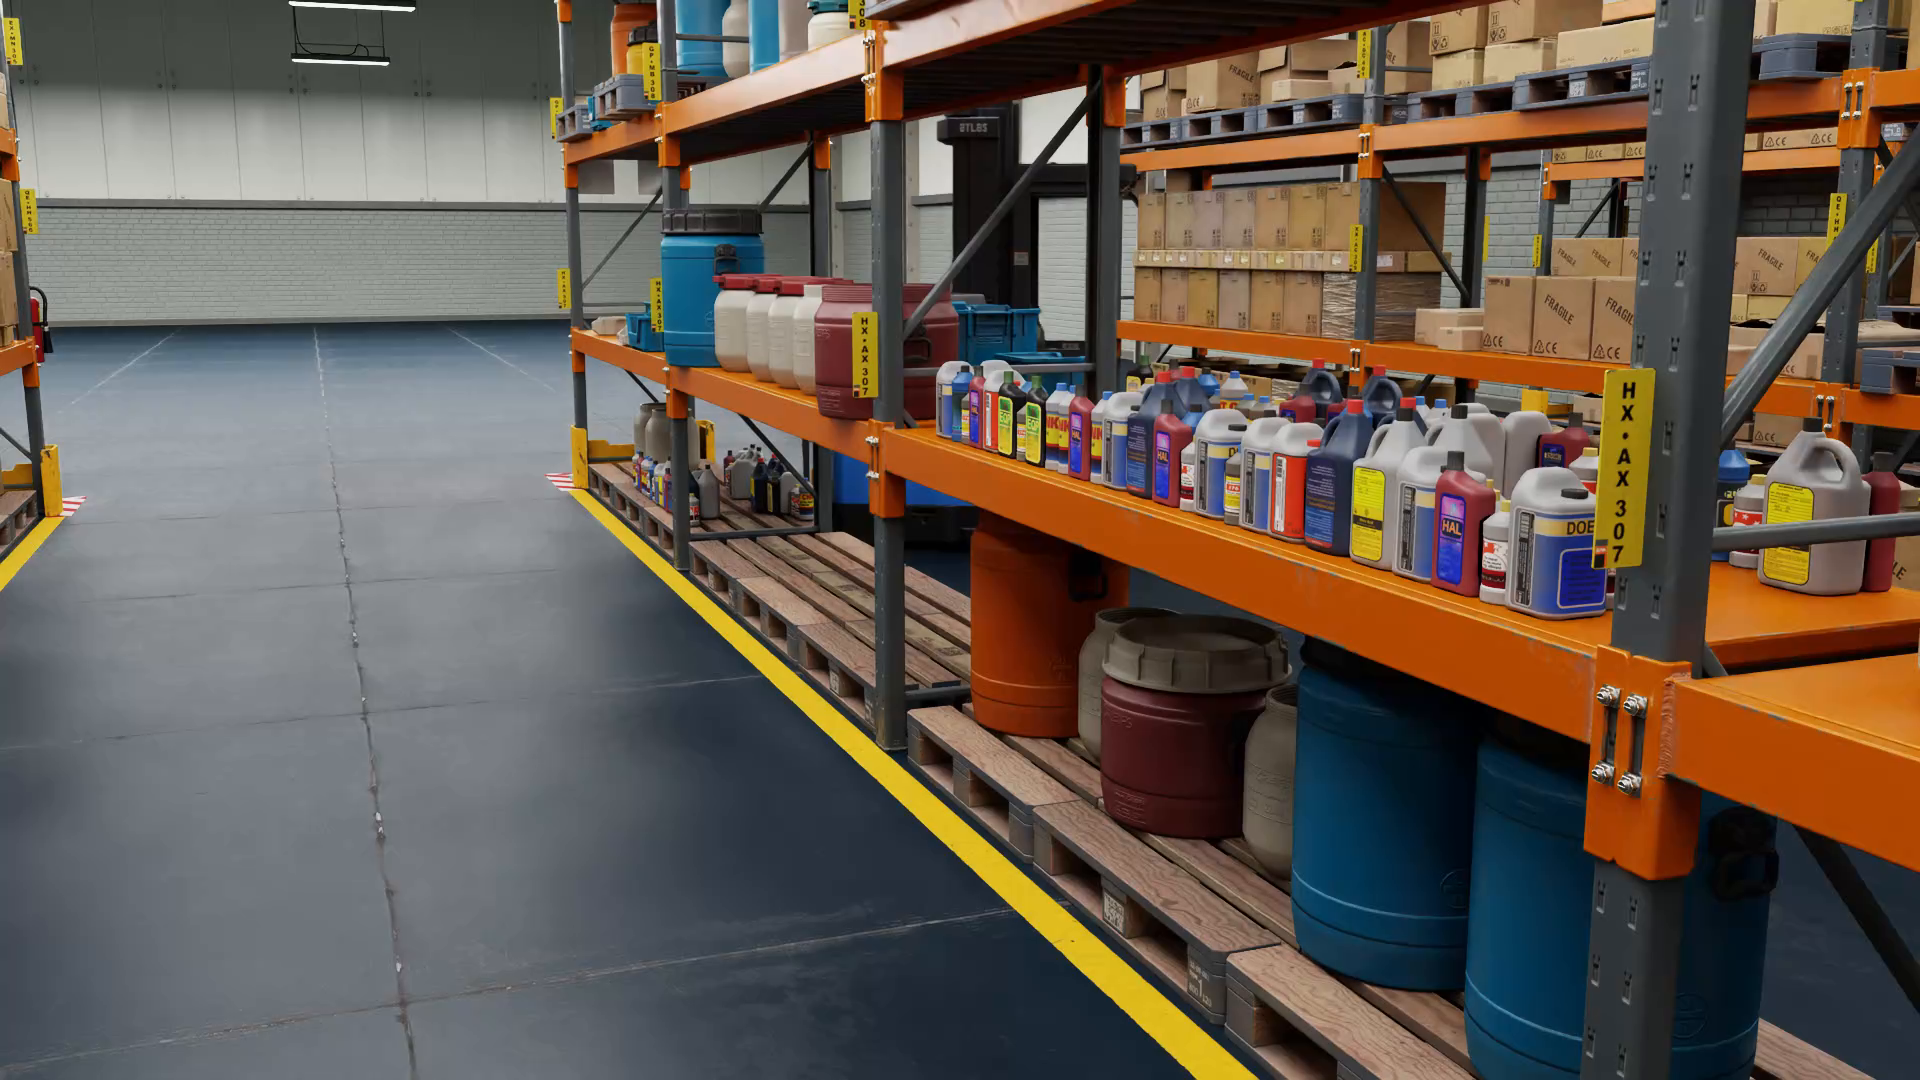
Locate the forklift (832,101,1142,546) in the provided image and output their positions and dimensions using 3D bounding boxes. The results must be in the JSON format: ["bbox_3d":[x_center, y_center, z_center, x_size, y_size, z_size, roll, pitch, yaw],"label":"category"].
[{"bbox_3d":[0.696,-1.440,11.147,3.031,2.935,1.130,1,10,5],"label":"forklift"}]

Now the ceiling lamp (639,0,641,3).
[{"bbox_3d":[-6.553,-12.320,38.321,2.000,3.185,0.800,-4,11,-21],"label":"ceiling lamp"}]

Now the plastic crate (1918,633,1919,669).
[{"bbox_3d":[1.631,0.172,2.471,0.396,0.136,0.243,-4,11,-21],"label":"plastic crate"}]

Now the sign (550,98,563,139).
[{"bbox_3d":[-3.267,-3.419,13.487,0.100,0.325,0.005,-4,11,-21],"label":"sign"}]

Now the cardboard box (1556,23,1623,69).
[{"bbox_3d":[3.951,-2.927,9.974,0.500,0.250,0.500,-5,11,-26],"label":"cardboard box"}]

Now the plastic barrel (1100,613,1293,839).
[{"bbox_3d":[0.749,0.577,5.297,0.600,0.588,0.708,-4,11,-21],"label":"plastic barrel"}]

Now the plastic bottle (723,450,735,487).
[{"bbox_3d":[-1.712,-0.530,12.334,0.061,0.283,0.133,-4,11,-21],"label":"plastic bottle"}]

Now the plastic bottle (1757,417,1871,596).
[{"bbox_3d":[1.756,-0.074,3.412,0.144,0.351,0.185,-4,11,-21],"label":"plastic bottle"}]

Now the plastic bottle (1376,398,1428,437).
[{"bbox_3d":[1.025,-0.158,3.884,0.144,0.351,0.185,-4,11,-21],"label":"plastic bottle"}]

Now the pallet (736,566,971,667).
[{"bbox_3d":[-0.537,0.379,8.689,1.003,0.211,1.213,-4,11,-21],"label":"pallet"}]

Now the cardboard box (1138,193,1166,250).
[{"bbox_3d":[2.042,-2.888,15.103,0.700,0.500,0.500,-4,11,-21],"label":"cardboard box"}]

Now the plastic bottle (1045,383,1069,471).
[{"bbox_3d":[0.318,-0.356,5.226,0.097,0.271,0.097,0,10,0],"label":"plastic bottle"}]

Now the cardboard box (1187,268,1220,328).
[{"bbox_3d":[2.392,-2.091,14.327,0.700,0.500,0.500,-4,11,-21],"label":"cardboard box"}]

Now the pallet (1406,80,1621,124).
[{"bbox_3d":[3.647,-2.873,10.986,0.805,0.209,1.217,-4,11,-23],"label":"pallet"}]

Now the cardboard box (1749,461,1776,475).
[{"bbox_3d":[4.650,-0.299,9.585,0.500,0.311,0.500,-4,11,-22],"label":"cardboard box"}]

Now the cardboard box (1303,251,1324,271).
[{"bbox_3d":[2.832,-2.116,12.611,0.380,0.149,0.250,-4,11,-23],"label":"cardboard box"}]

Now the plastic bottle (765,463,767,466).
[{"bbox_3d":[-1.366,-0.403,11.657,0.097,0.271,0.097,0,10,0],"label":"plastic bottle"}]

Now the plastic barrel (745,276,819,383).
[{"bbox_3d":[-0.895,-1.097,8.631,0.433,0.535,0.433,0,10,0],"label":"plastic barrel"}]

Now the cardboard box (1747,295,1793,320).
[{"bbox_3d":[7.304,-2.024,14.605,0.500,0.250,0.500,-4,11,-21],"label":"cardboard box"}]

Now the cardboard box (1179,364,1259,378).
[{"bbox_3d":[2.228,-1.244,14.362,0.500,0.500,0.500,-4,11,-21],"label":"cardboard box"}]

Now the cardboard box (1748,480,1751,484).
[{"bbox_3d":[4.345,-0.179,8.914,0.500,0.311,0.500,-4,11,-19],"label":"cardboard box"}]

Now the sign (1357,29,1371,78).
[{"bbox_3d":[2.798,-3.368,11.522,0.100,0.325,0.005,-4,11,-21],"label":"sign"}]

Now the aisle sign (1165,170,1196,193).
[{"bbox_3d":[2.115,-3.595,15.644,0.394,0.787,0.004,-4,11,-21],"label":"aisle sign"}]

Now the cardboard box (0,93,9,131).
[{"bbox_3d":[-6.958,-2.998,11.575,0.500,0.250,0.500,-4,11,-20],"label":"cardboard box"}]

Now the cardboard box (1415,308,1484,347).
[{"bbox_3d":[3.534,-1.482,11.613,0.500,0.250,0.500,-3,11,-17],"label":"cardboard box"}]

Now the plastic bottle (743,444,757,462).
[{"bbox_3d":[-1.499,-0.521,12.089,0.144,0.351,0.185,-3,11,-19],"label":"plastic bottle"}]

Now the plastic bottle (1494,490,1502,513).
[{"bbox_3d":[1.093,-0.002,3.436,0.097,0.201,0.097,0,10,0],"label":"plastic bottle"}]

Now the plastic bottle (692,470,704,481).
[{"bbox_3d":[-1.746,-0.327,11.213,0.152,0.276,0.135,-4,11,-21],"label":"plastic bottle"}]

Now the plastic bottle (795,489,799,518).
[{"bbox_3d":[-1.047,-0.255,11.021,0.097,0.201,0.097,0,10,0],"label":"plastic bottle"}]

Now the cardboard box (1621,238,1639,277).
[{"bbox_3d":[6.725,-2.643,15.945,0.500,0.500,0.500,-4,11,-23],"label":"cardboard box"}]

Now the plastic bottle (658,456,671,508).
[{"bbox_3d":[-1.992,-0.403,11.427,0.144,0.351,0.185,-4,11,-21],"label":"plastic bottle"}]

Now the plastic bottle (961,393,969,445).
[{"bbox_3d":[0.054,-0.441,5.902,0.097,0.201,0.097,0,10,0],"label":"plastic bottle"}]

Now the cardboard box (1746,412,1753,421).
[{"bbox_3d":[7.074,-1.252,15.777,0.700,0.500,0.500,-5,11,-24],"label":"cardboard box"}]

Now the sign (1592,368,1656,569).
[{"bbox_3d":[1.082,-0.115,2.713,0.100,0.325,0.005,-4,11,-21],"label":"sign"}]

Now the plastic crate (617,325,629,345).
[{"bbox_3d":[-2.128,-1.439,11.695,0.530,0.136,0.437,-4,11,-21],"label":"plastic crate"}]

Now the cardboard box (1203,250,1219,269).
[{"bbox_3d":[2.275,-2.367,14.023,0.380,0.149,0.250,-4,11,-22],"label":"cardboard box"}]

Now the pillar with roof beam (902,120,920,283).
[{"bbox_3d":[-5.169,-9.140,37.106,9.100,9.000,0.548,-4,11,-21],"label":"pillar with roof beam"}]

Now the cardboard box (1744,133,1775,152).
[{"bbox_3d":[7.110,-3.722,14.873,0.500,0.500,0.500,-4,11,-23],"label":"cardboard box"}]

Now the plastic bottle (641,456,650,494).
[{"bbox_3d":[-2.262,-0.474,12.054,0.097,0.271,0.097,0,10,0],"label":"plastic bottle"}]

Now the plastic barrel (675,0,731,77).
[{"bbox_3d":[-1.564,-3.419,10.881,0.600,0.901,0.708,-4,11,-21],"label":"plastic barrel"}]

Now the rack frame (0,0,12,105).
[{"bbox_3d":[-7.369,-4.612,11.651,1.000,3.000,0.127,-4,11,-21],"label":"rack frame"}]

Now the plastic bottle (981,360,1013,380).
[{"bbox_3d":[0.144,-0.524,6.155,0.152,0.276,0.135,-4,11,-21],"label":"plastic bottle"}]

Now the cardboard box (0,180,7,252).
[{"bbox_3d":[-6.753,-2.191,11.180,0.500,0.500,0.500,-4,11,-21],"label":"cardboard box"}]

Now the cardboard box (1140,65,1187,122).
[{"bbox_3d":[2.070,-3.995,14.857,0.797,0.503,0.637,-3,11,-17],"label":"cardboard box"}]

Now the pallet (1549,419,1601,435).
[{"bbox_3d":[6.770,-1.081,16.894,1.003,0.211,1.213,-4,11,-21],"label":"pallet"}]

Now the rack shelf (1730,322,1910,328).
[{"bbox_3d":[7.206,-1.920,15.706,1.077,0.370,4.000,-4,11,-21],"label":"rack shelf"}]

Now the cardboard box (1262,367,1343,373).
[{"bbox_3d":[2.893,-1.196,14.088,0.500,0.500,0.500,-4,11,-21],"label":"cardboard box"}]

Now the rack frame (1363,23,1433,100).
[{"bbox_3d":[3.315,-4.587,11.511,1.000,3.000,0.127,-4,11,-21],"label":"rack frame"}]

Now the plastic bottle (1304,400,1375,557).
[{"bbox_3d":[0.891,-0.149,3.832,0.144,0.351,0.185,-4,11,-21],"label":"plastic bottle"}]

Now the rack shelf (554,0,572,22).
[{"bbox_3d":[-2.028,-4.048,11.681,1.077,0.370,4.000,-4,11,-21],"label":"rack shelf"}]

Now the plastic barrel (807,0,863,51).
[{"bbox_3d":[-0.532,-2.268,7.435,0.301,0.262,0.301,0,10,0],"label":"plastic barrel"}]

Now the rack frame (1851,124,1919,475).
[{"bbox_3d":[7.930,-1.948,13.807,1.000,3.000,0.127,-4,11,-21],"label":"rack frame"}]

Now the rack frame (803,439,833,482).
[{"bbox_3d":[-0.895,-0.883,12.103,0.500,1.500,0.032,0,10,1],"label":"rack frame"}]

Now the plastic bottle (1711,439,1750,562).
[{"bbox_3d":[1.718,-0.093,3.743,0.097,0.271,0.097,0,10,0],"label":"plastic bottle"}]

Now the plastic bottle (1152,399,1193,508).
[{"bbox_3d":[0.577,-0.237,4.519,0.061,0.283,0.133,-4,11,-21],"label":"plastic bottle"}]

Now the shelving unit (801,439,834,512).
[{"bbox_3d":[-0.889,-0.971,12.595,0.587,1.500,1.083,0,10,1],"label":"shelving unit"}]

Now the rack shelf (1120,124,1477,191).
[{"bbox_3d":[2.590,-3.082,13.672,1.077,0.370,4.000,-4,11,-21],"label":"rack shelf"}]

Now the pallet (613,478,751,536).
[{"bbox_3d":[-1.954,-0.258,12.269,1.003,0.211,1.213,-4,11,-21],"label":"pallet"}]

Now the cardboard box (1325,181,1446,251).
[{"bbox_3d":[3.148,-2.393,12.319,0.700,0.500,0.500,-4,11,-21],"label":"cardboard box"}]
